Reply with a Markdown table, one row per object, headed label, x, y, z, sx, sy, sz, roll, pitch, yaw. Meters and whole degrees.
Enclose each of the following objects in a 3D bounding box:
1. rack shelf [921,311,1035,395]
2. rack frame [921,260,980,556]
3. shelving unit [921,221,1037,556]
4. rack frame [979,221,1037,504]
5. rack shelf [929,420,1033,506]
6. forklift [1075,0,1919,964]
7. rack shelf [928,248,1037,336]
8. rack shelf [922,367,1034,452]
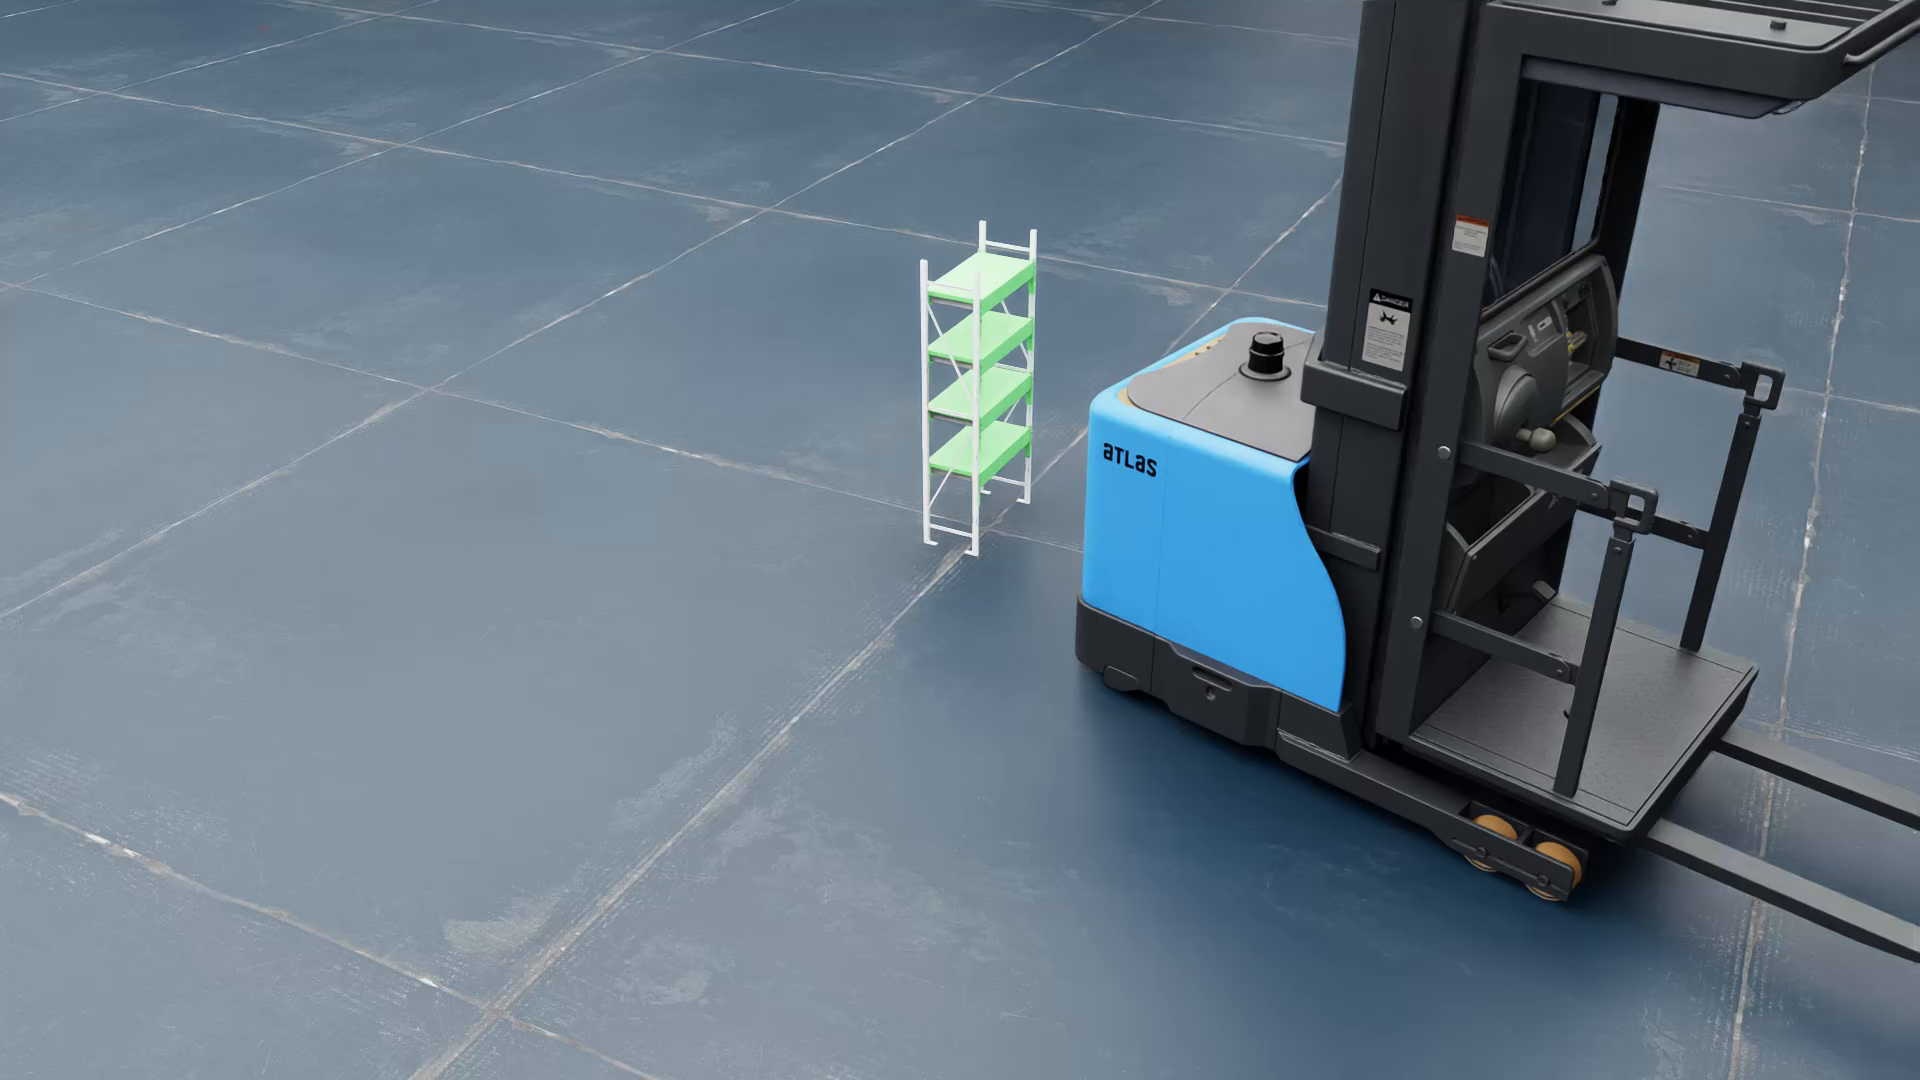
| label | x | y | z | sx | sy | sz | roll | pitch | yaw |
| --- | --- | --- | --- | --- | --- | --- | --- | --- | --- |
| rack shelf | 0.075 | -0.746 | 6.491 | 0.258 | 0.148 | 0.480 | 14 | 33 | 23 |
| rack frame | -0.036 | -0.486 | 6.391 | 0.240 | 1.200 | 0.015 | 14 | 33 | 23 |
| shelving unit | 0.075 | -0.594 | 6.579 | 0.258 | 1.200 | 0.503 | 14 | 33 | 23 |
| rack frame | 0.187 | -0.702 | 6.767 | 0.240 | 1.200 | 0.015 | 14 | 33 | 23 |
| rack shelf | 0.075 | -0.330 | 6.730 | 0.258 | 0.148 | 0.480 | 14 | 33 | 23 |
| forklift | 1.854 | -0.508 | 4.691 | 3.031 | 2.935 | 1.130 | 23 | 37 | 34 |
| rack shelf | 0.075 | -0.955 | 6.372 | 0.258 | 0.148 | 0.480 | 14 | 33 | 23 |
| rack shelf | 0.075 | -0.538 | 6.611 | 0.258 | 0.148 | 0.480 | 14 | 33 | 23 |
